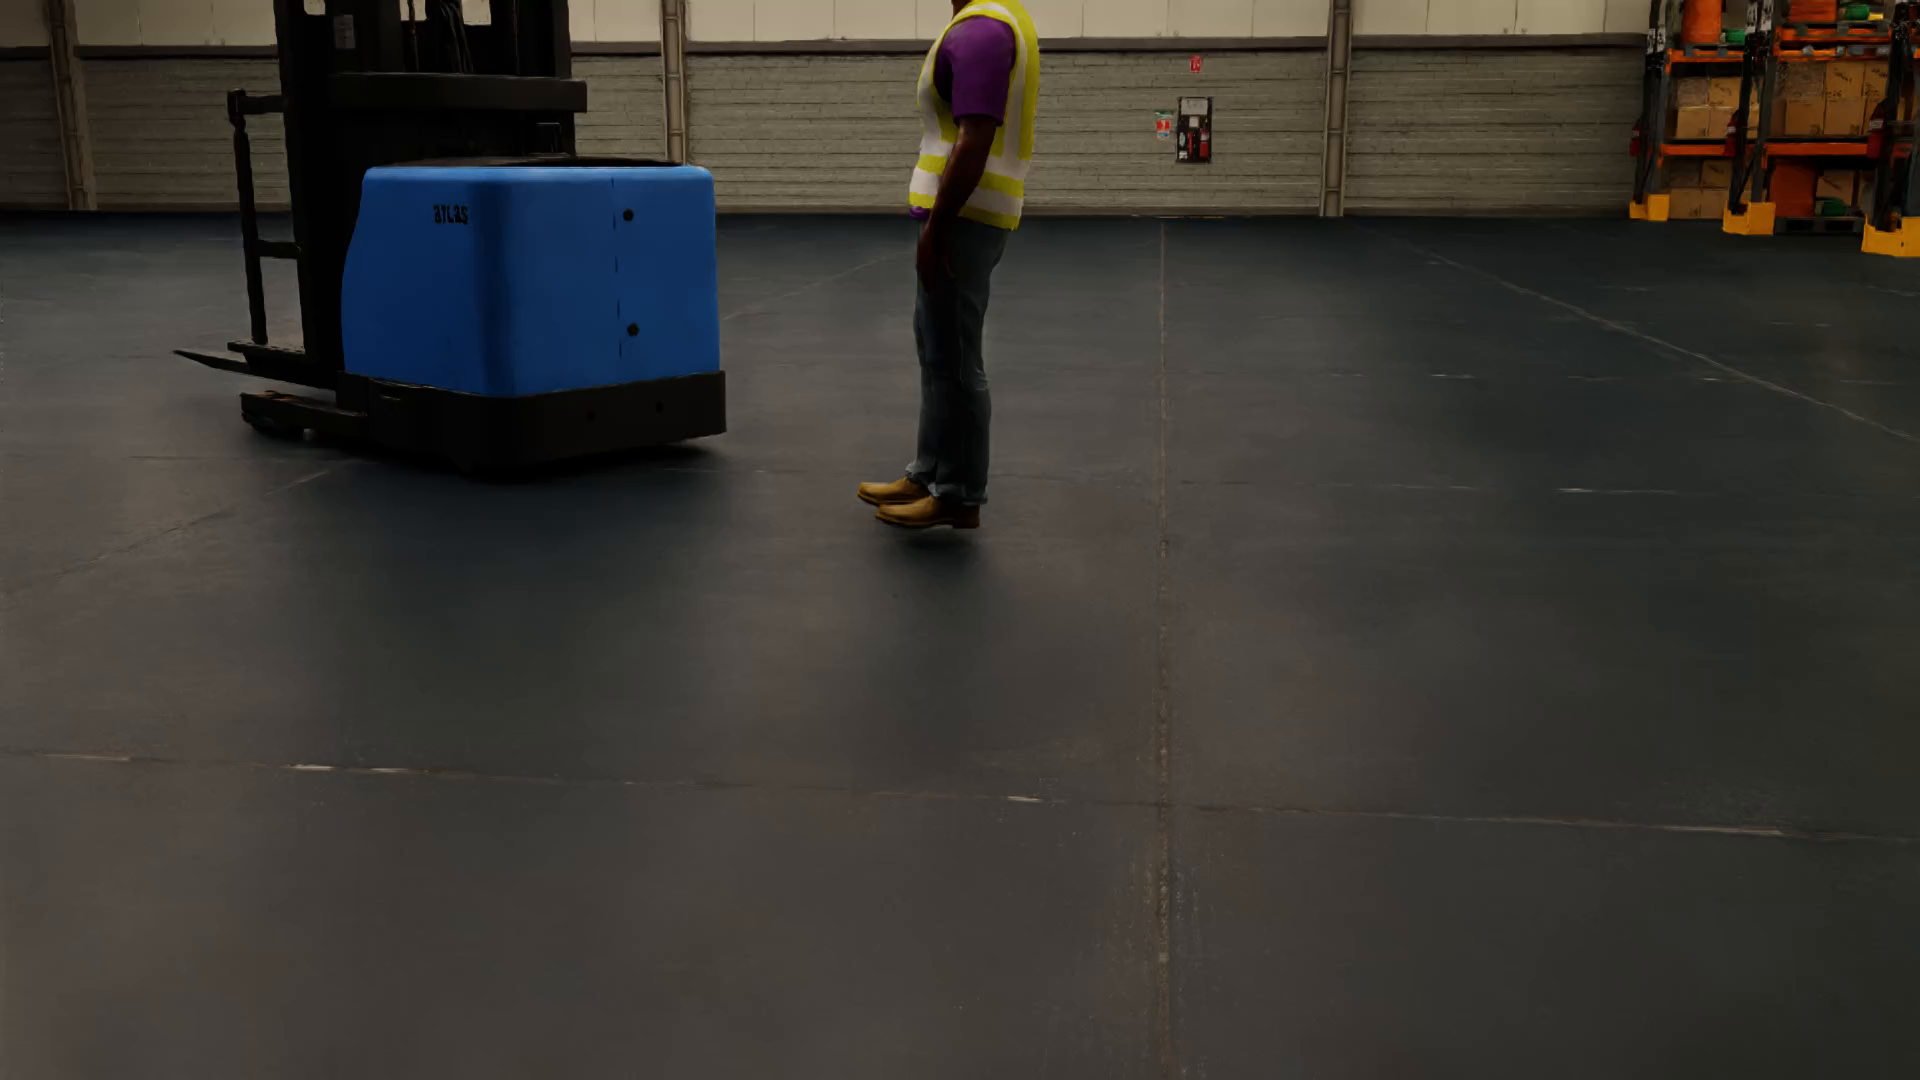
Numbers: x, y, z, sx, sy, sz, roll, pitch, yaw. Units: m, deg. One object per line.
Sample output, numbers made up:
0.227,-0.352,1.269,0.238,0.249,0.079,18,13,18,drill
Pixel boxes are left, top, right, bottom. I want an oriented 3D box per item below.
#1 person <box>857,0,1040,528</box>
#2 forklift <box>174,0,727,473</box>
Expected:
-0.068,-0.909,4.748,0.576,1.766,0.665,2,13,7,person
-2.331,-1.923,6.731,3.031,2.935,1.130,12,18,41,forklift
